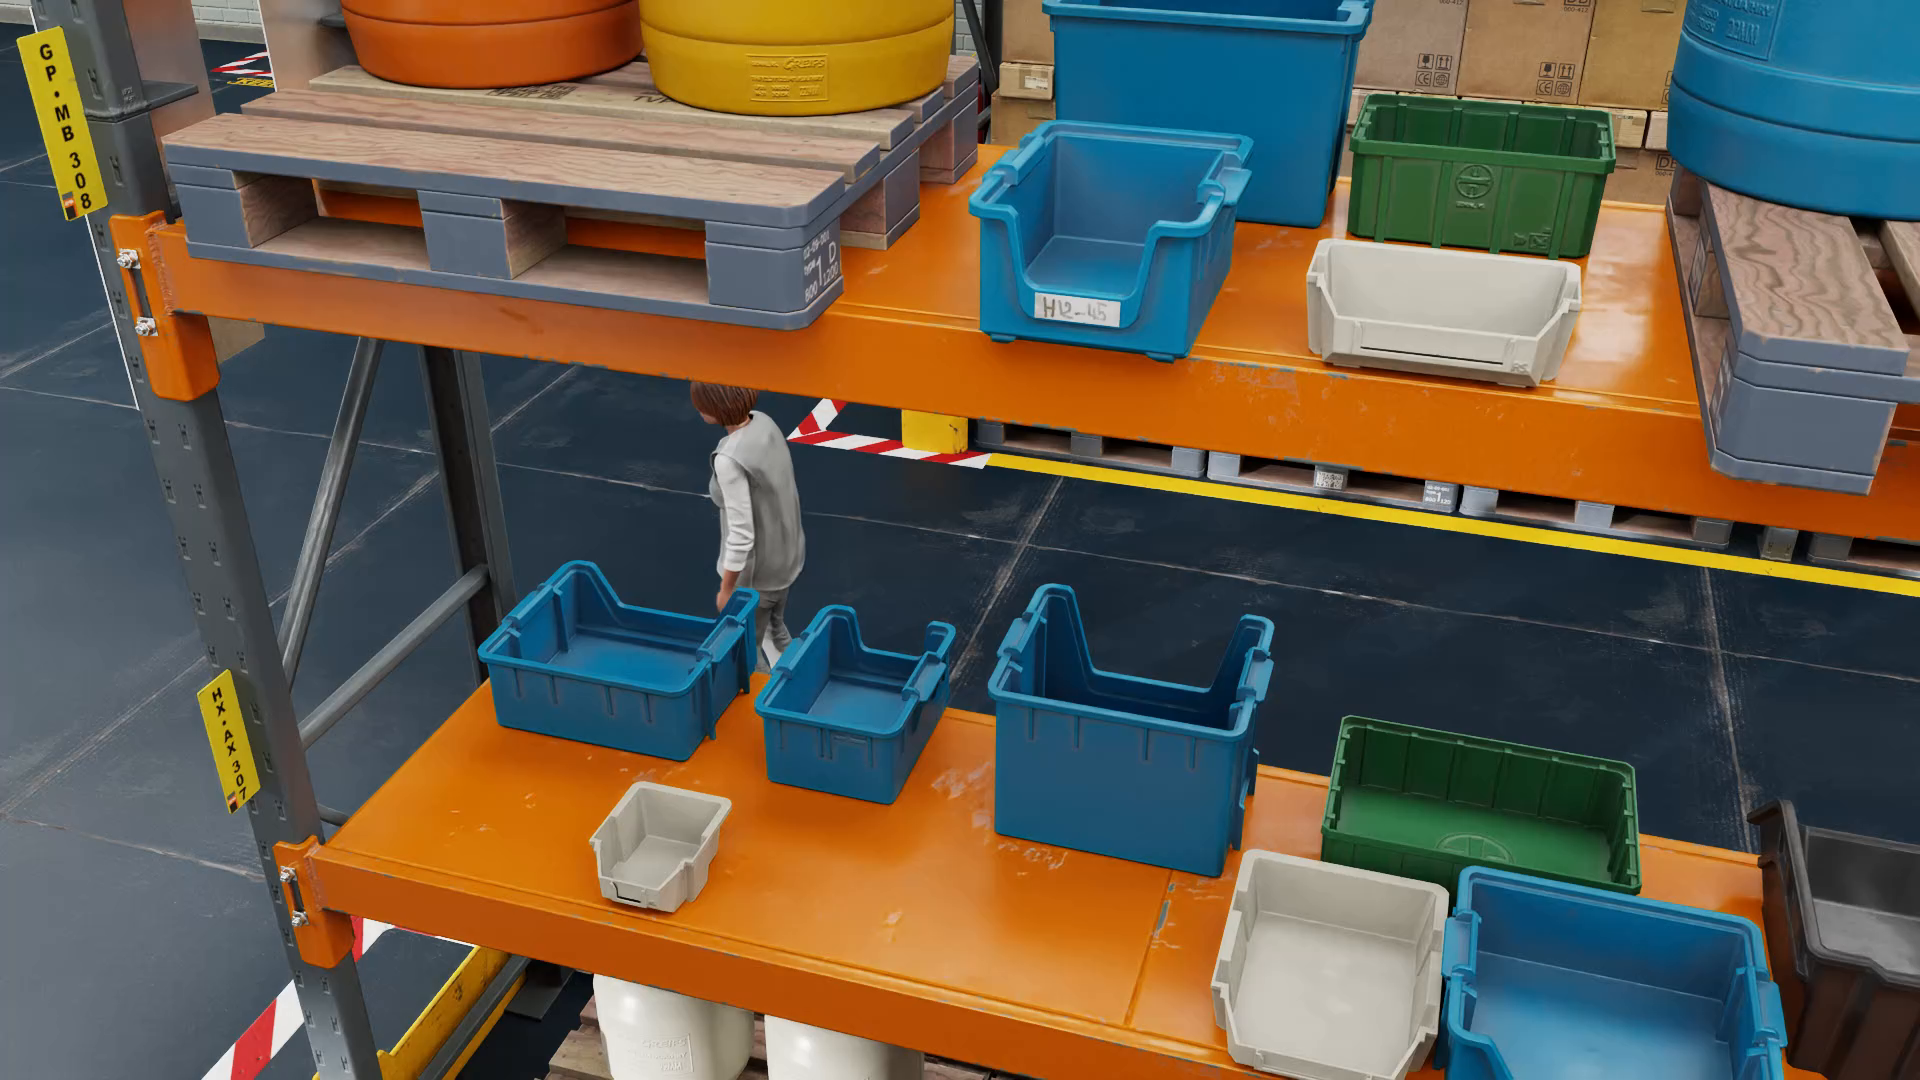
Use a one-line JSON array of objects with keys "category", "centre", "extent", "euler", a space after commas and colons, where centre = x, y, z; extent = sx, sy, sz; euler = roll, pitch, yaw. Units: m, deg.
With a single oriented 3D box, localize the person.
[{"category": "person", "centre": [-0.742, 0.095, 5.971], "extent": [0.325, 1.594, 0.484], "euler": [7, 30, 12]}]
